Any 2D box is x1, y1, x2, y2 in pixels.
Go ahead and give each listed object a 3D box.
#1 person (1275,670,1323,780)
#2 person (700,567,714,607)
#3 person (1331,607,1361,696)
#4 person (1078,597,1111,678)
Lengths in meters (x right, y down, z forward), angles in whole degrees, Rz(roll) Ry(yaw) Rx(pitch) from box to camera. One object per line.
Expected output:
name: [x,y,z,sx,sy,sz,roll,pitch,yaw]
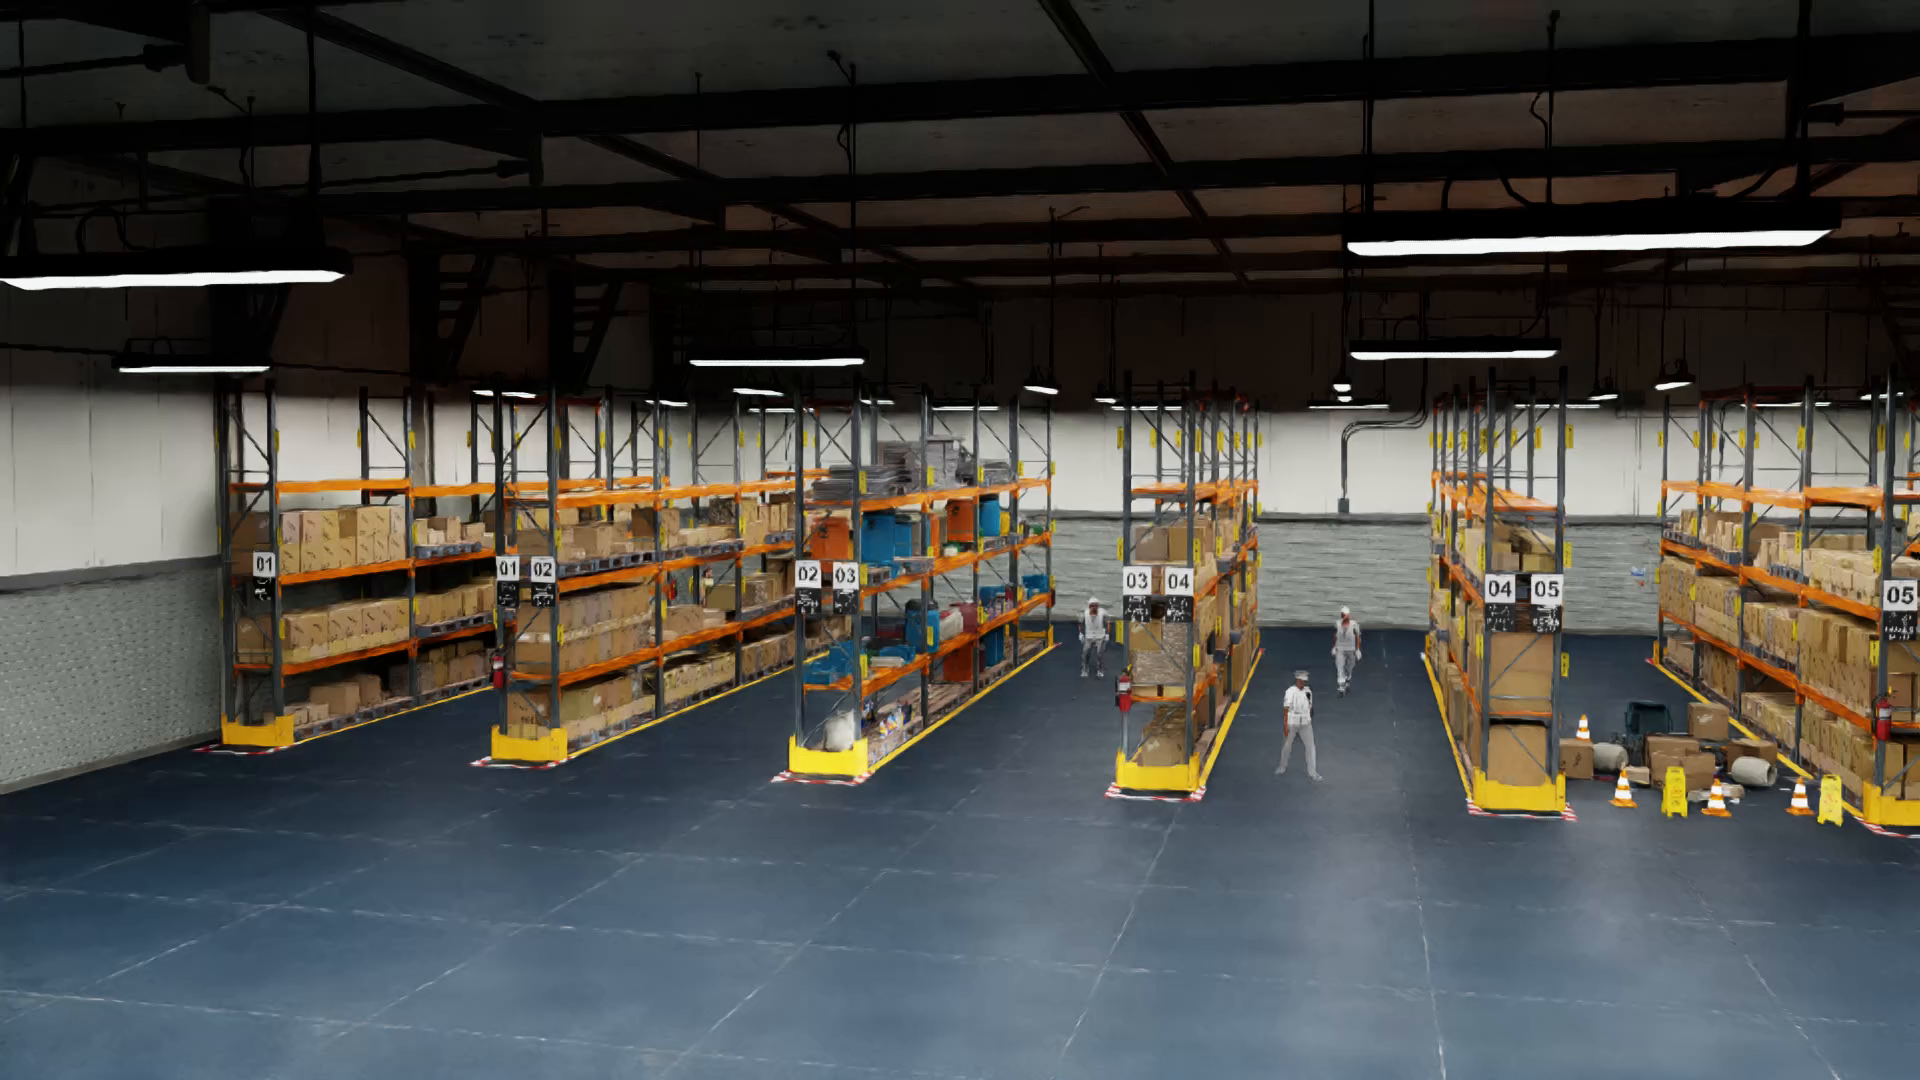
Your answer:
person: [5.010,2.714,24.637,0.494,1.624,0.936,-1,3,-9]
person: [-6.687,1.553,43.638,0.420,1.667,0.647,3,5,43]
person: [7.593,2.173,32.693,0.567,1.736,1.044,1,4,12]
person: [2.813,2.047,34.948,0.702,1.735,0.549,1,3,11]
